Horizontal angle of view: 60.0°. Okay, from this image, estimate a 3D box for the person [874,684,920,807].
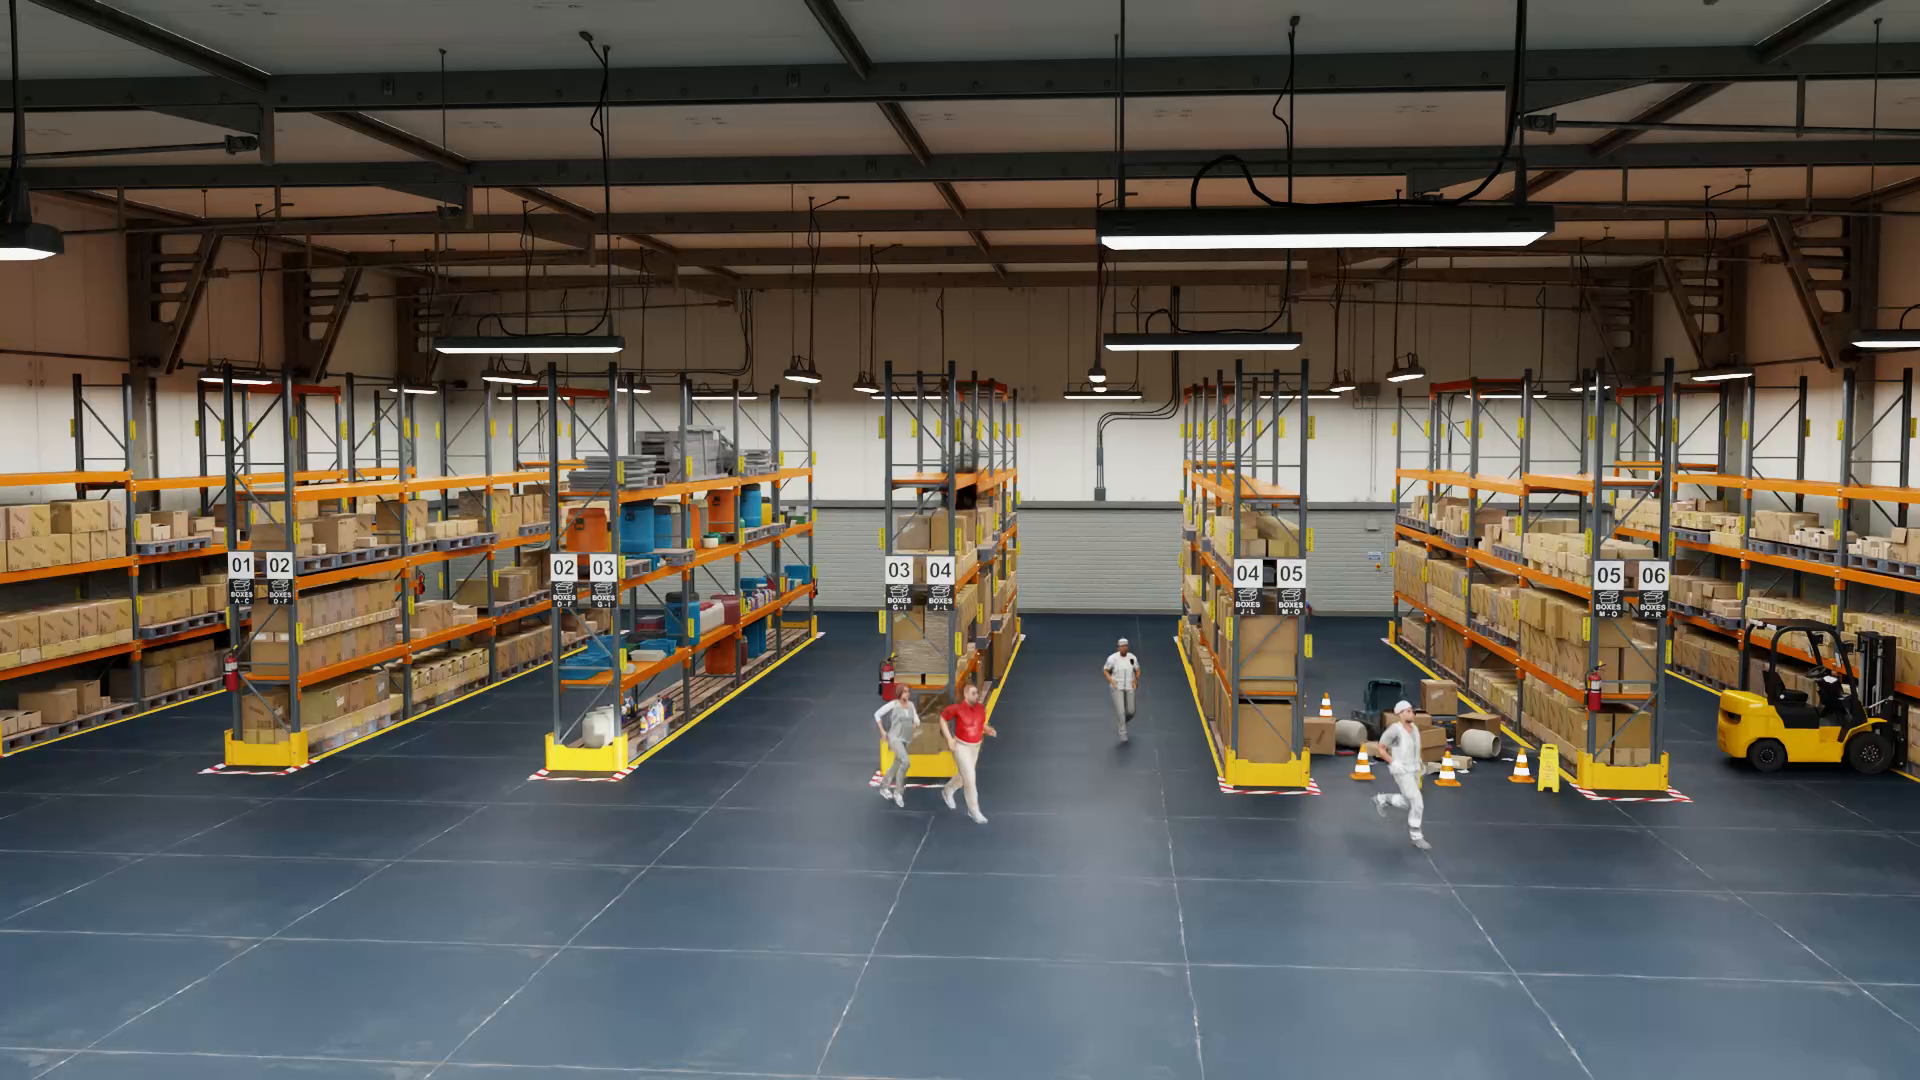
[{"bbox_3d":[-0.823,2.736,22.401,0.636,1.614,0.533,3,5,42],"label":"person"}]

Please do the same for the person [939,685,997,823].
[{"bbox_3d":[0.055,2.730,21.570,0.972,1.746,0.618,4,5,45],"label":"person"}]

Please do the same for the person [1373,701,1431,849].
[{"bbox_3d":[5.371,2.820,20.219,0.657,1.750,0.881,-3,5,-42],"label":"person"}]

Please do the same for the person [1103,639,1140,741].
[{"bbox_3d":[2.627,2.406,26.994,0.614,1.632,0.512,0,4,-7],"label":"person"}]

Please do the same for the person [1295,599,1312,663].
[{"bbox_3d":[7.212,1.840,35.629,0.536,1.711,0.828,0,4,-6],"label":"person"}]
